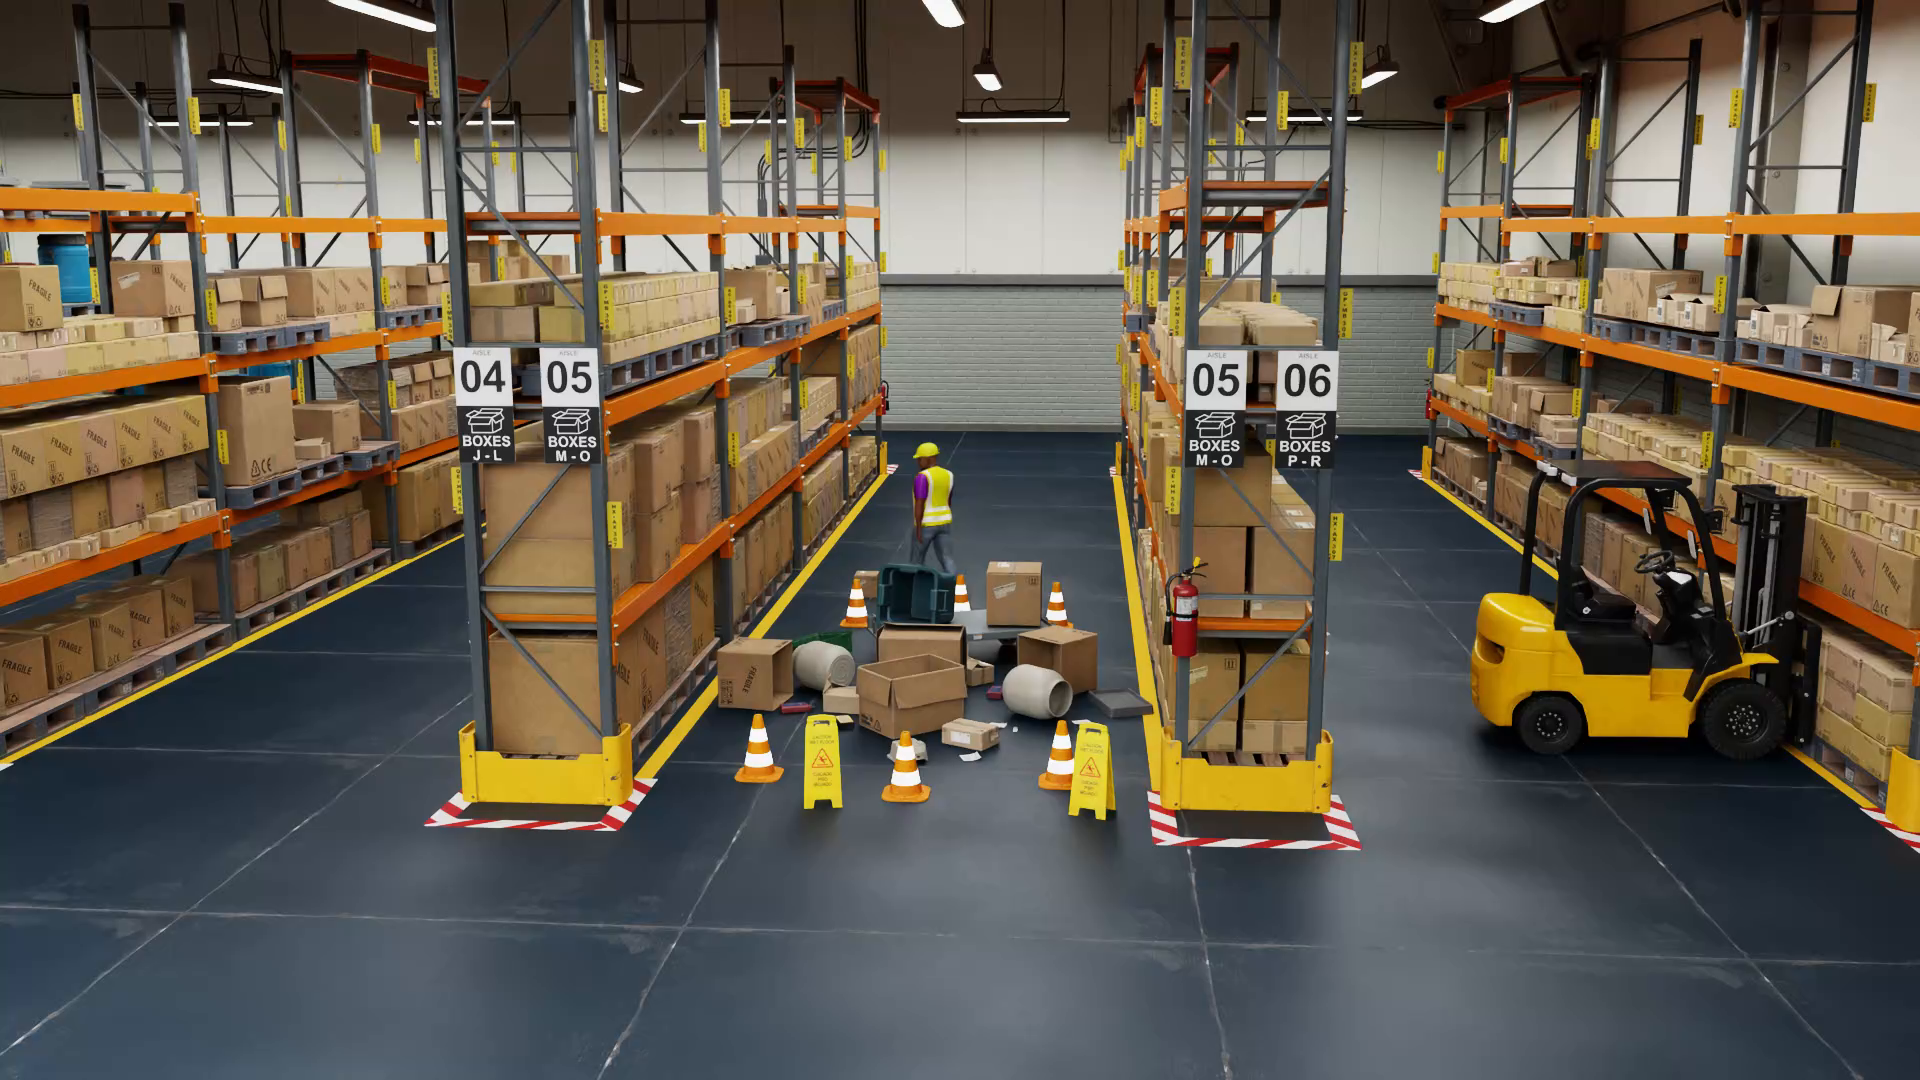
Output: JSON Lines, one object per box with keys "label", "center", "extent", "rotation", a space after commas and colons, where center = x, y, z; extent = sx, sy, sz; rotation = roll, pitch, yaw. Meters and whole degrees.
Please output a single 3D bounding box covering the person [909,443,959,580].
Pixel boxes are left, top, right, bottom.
{"label": "person", "center": [-0.318, -0.176, 17.715], "extent": [0.585, 1.727, 0.918], "rotation": [-9, 14, -39]}
